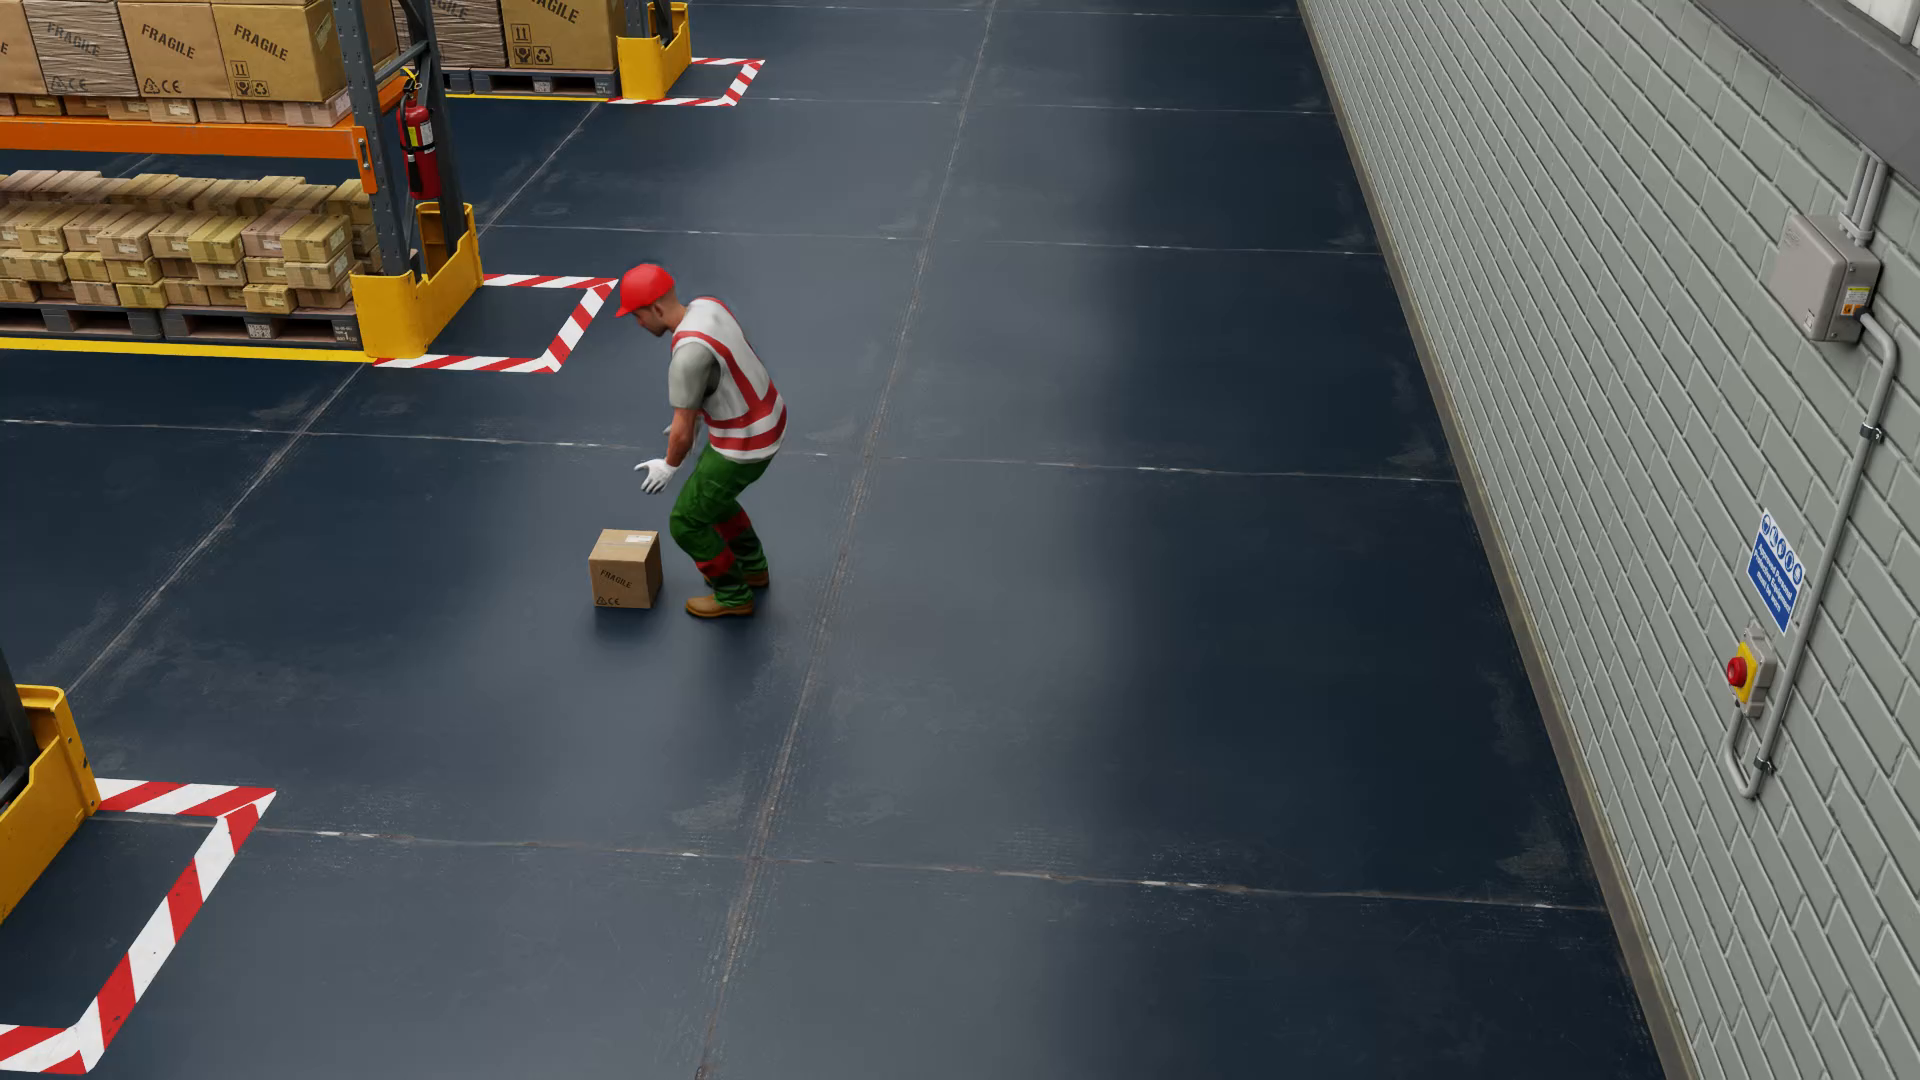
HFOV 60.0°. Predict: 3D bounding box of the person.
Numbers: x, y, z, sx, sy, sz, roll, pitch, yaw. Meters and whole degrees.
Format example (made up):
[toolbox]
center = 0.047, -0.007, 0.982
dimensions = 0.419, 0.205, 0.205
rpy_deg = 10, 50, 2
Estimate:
[person]
center = -1.056, -0.404, 6.967
dimensions = 0.647, 1.580, 0.575
rpy_deg = 3, 32, 5
